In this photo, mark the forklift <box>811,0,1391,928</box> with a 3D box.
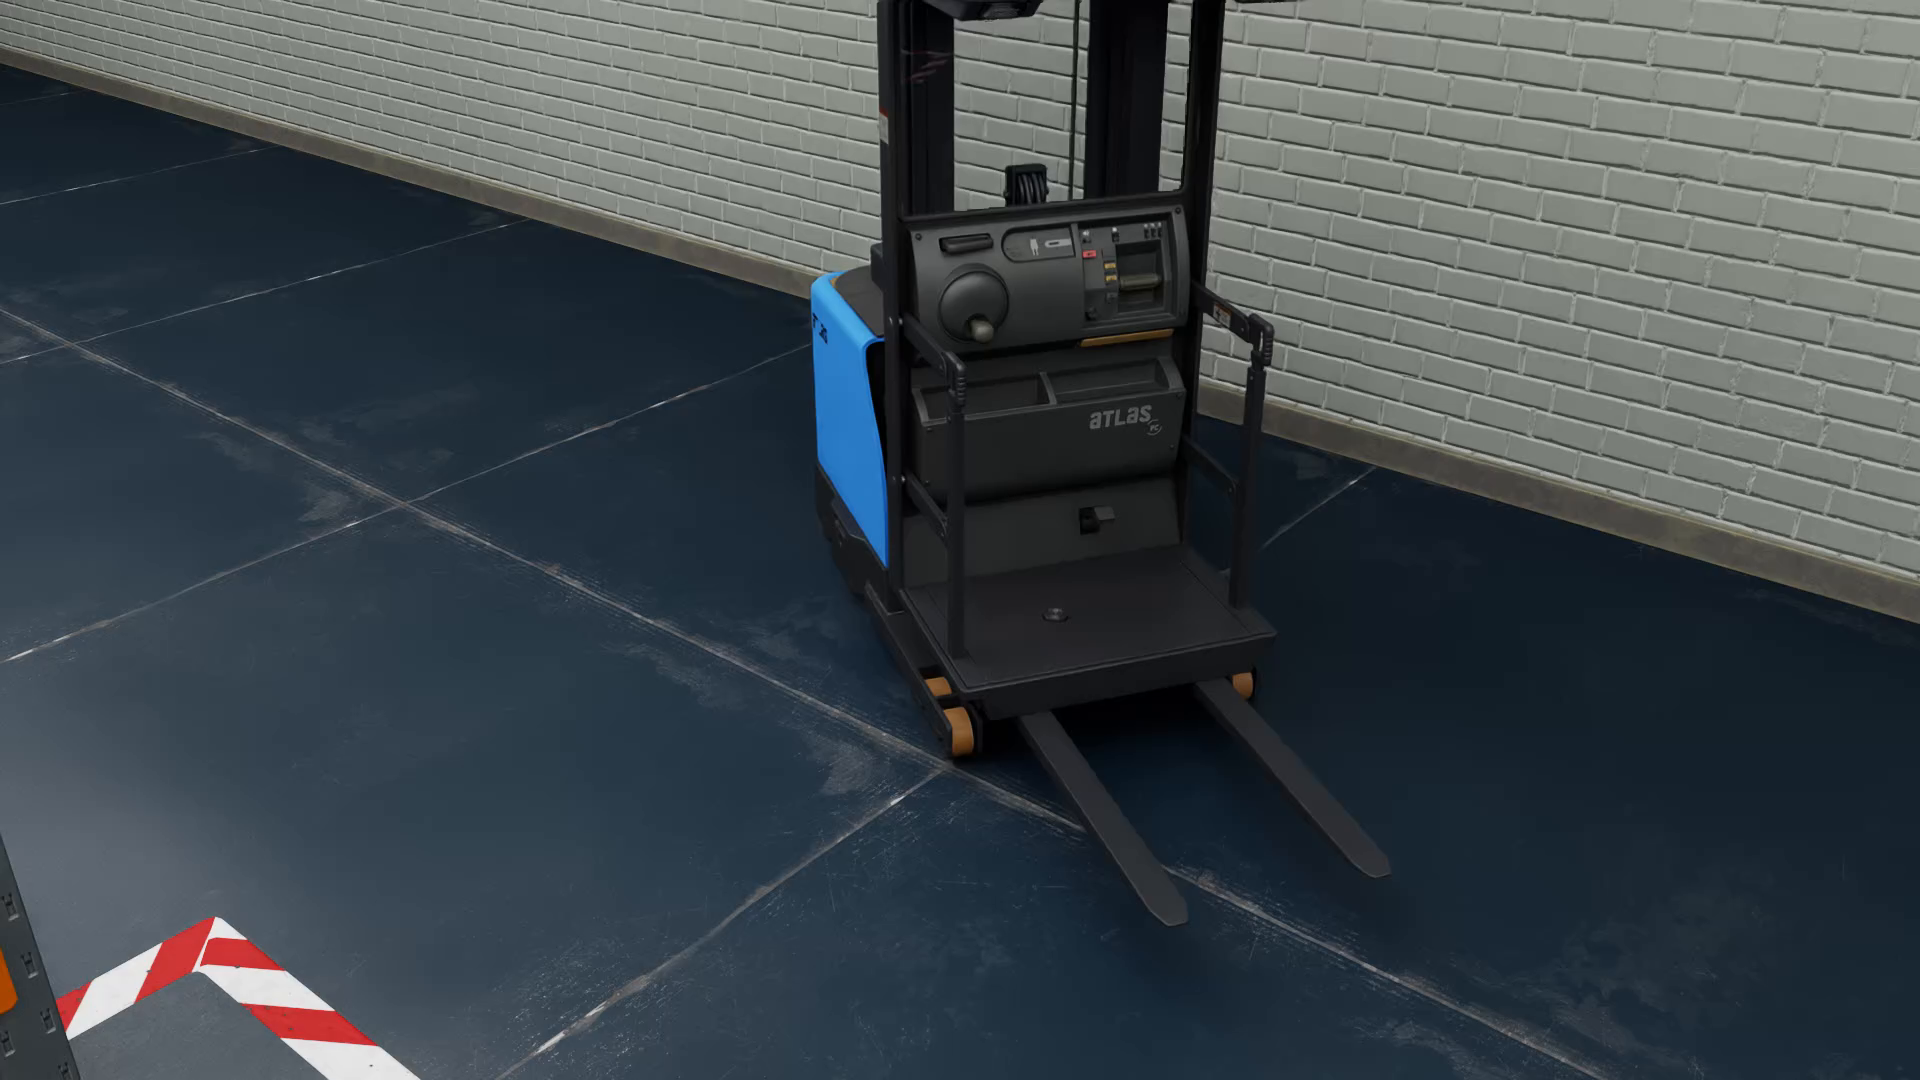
[{"bbox_3d":[0.368,-0.806,5.119,1.130,2.935,3.031,-9,29,-17],"label":"forklift"}]

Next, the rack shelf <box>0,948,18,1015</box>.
[{"bbox_3d":[-3.383,1.242,1.867,1.077,0.370,4.000,21,34,34],"label":"rack shelf"}]
